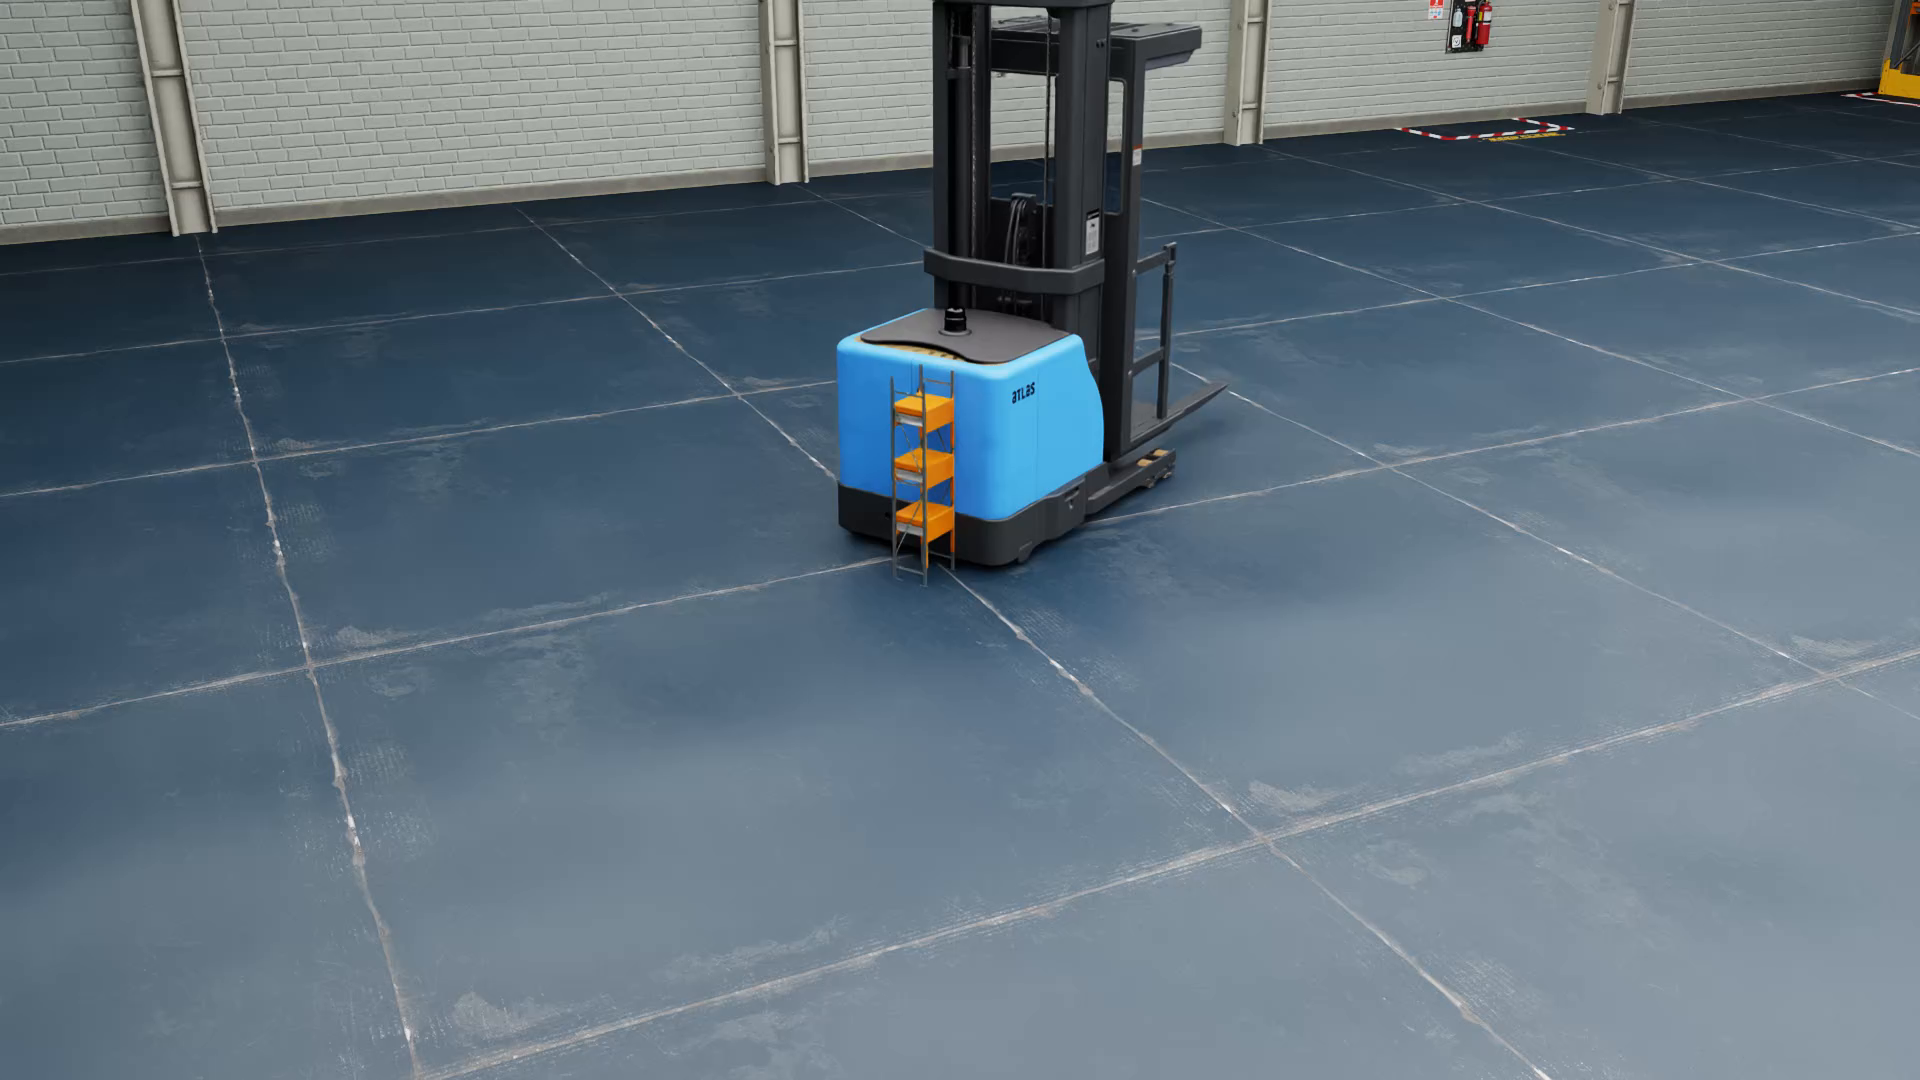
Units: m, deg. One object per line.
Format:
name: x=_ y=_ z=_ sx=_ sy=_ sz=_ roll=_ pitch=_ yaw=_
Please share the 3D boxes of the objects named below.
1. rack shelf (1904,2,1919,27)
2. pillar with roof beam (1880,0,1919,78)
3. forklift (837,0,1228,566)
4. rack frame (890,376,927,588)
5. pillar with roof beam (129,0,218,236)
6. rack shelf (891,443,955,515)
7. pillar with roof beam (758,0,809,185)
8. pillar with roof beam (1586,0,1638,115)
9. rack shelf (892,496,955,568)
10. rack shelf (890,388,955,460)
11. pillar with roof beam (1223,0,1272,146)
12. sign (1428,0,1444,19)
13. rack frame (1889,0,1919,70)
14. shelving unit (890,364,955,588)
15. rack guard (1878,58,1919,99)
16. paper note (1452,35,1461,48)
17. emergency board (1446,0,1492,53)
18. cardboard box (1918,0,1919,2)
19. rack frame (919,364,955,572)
rack shelf: x=15.871 y=-7.897 z=24.846 sx=4.000 sy=0.370 sz=1.077 roll=-10 pitch=25 yaw=-24
pillar with roof beam: x=16.191 y=-9.600 z=20.176 sx=0.400 sy=9.000 sz=9.100 roll=-10 pitch=25 yaw=-24
forklift: x=0.593 y=-1.738 z=9.116 sx=1.130 sy=2.935 sz=3.031 roll=14 pitch=26 yaw=31
rack frame: x=-0.247 y=-0.269 z=8.028 sx=0.200 sy=1.050 sz=0.008 roll=14 pitch=26 yaw=31
pillar with roof beam: x=-5.434 y=-5.619 z=10.559 sx=0.400 sy=9.000 sz=9.100 roll=-10 pitch=25 yaw=-24
rack shelf: x=-0.179 y=-0.298 z=8.126 sx=0.215 sy=0.259 sz=0.240 roll=14 pitch=26 yaw=31
pillar with roof beam: x=-0.028 y=-6.614 z=12.963 sx=0.400 sy=9.000 sz=9.100 roll=-10 pitch=25 yaw=-24
pillar with roof beam: x=10.785 y=-8.605 z=17.772 sx=0.400 sy=9.000 sz=9.100 roll=-10 pitch=25 yaw=-24
rack shelf: x=-0.179 y=-0.042 z=8.232 sx=0.215 sy=0.259 sz=0.240 roll=14 pitch=26 yaw=31
rack shelf: x=-0.179 y=-0.561 z=8.018 sx=0.215 sy=0.259 sz=0.240 roll=14 pitch=26 yaw=31
pillar with roof beam: x=5.379 y=-7.610 z=15.368 sx=0.400 sy=9.000 sz=9.100 roll=-10 pitch=25 yaw=-24
sign: x=6.132 y=-6.880 z=21.402 sx=0.234 sy=0.329 sz=0.001 roll=-10 pitch=25 yaw=-24
rack frame: x=14.069 y=-7.898 z=23.907 sx=0.127 sy=3.000 sz=1.000 roll=-10 pitch=25 yaw=-24
shelving unit: x=-0.179 y=-0.308 z=8.122 sx=0.215 sy=1.050 sz=0.252 roll=14 pitch=26 yaw=31
rack guard: x=14.137 y=-6.755 z=24.416 sx=0.348 sy=0.500 sz=1.175 roll=-10 pitch=25 yaw=-24
paper note: x=6.485 y=-6.507 z=21.700 sx=0.142 sy=0.148 sz=0.016 roll=-10 pitch=25 yaw=-24
emergency board: x=6.675 y=-6.920 z=21.545 sx=0.643 sy=1.169 sz=0.194 roll=-10 pitch=25 yaw=-24
cardboard box: x=14.406 y=-7.982 z=24.281 sx=0.500 sy=0.250 sz=0.500 roll=-10 pitch=25 yaw=-23
rack frame: x=-0.112 y=-0.347 z=8.216 sx=0.200 sy=1.050 sz=0.008 roll=14 pitch=26 yaw=31
